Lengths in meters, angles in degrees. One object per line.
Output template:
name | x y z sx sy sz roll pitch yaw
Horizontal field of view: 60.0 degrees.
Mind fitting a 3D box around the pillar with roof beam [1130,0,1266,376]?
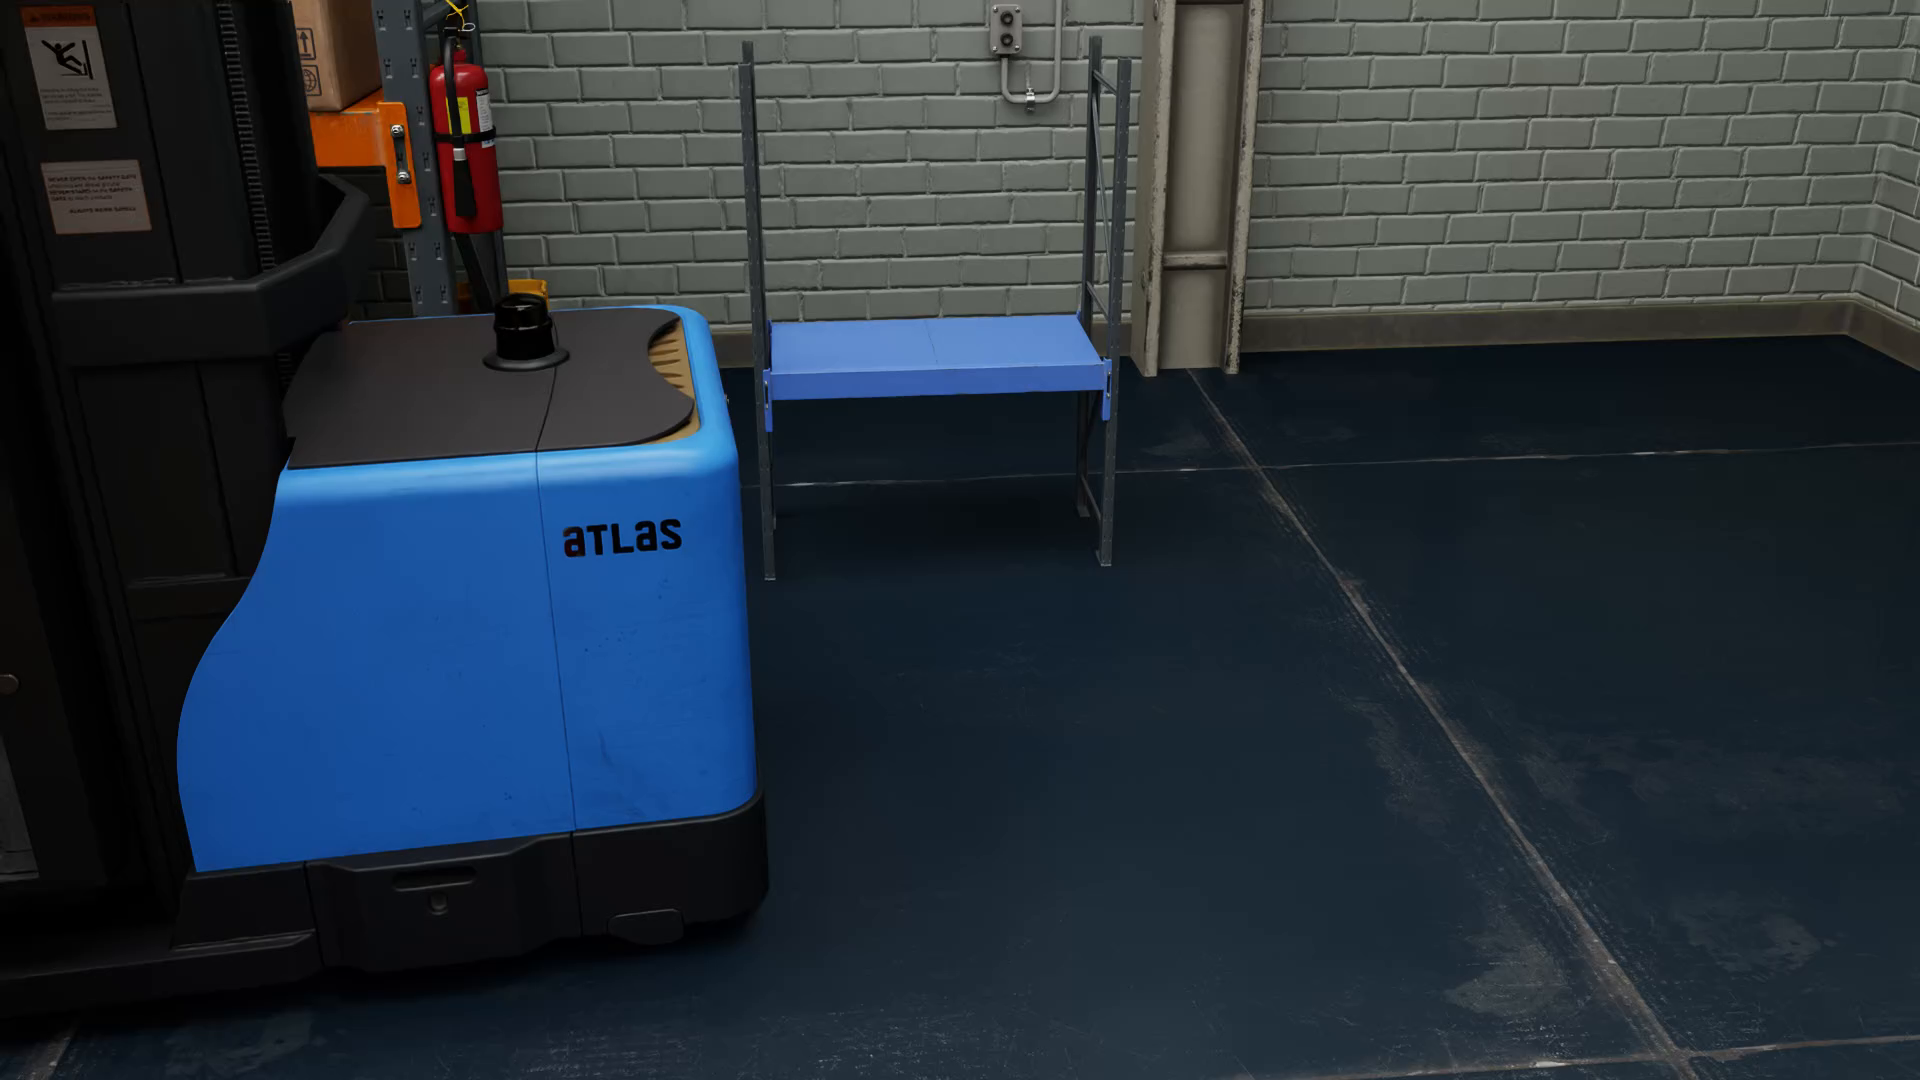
pillar with roof beam | 1.350 -3.105 1.158 0.400 9.000 9.100 -2 24 -5

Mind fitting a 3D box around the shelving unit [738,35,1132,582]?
shelving unit | -0.085 -0.682 4.938 1.048 1.500 0.538 -2 24 -5

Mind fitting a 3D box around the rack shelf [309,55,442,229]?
rack shelf | -3.666 -1.238 5.228 4.000 0.370 1.077 -2 24 -5

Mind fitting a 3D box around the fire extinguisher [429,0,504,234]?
fire extinguisher | -1.480 -1.260 4.947 0.183 0.674 0.296 -2 24 -5

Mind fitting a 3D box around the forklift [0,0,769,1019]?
forklift | -1.966 -0.603 2.998 3.031 2.935 1.130 -5 24 -11

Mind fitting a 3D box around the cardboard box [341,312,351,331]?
cardboard box | -2.362 -0.628 5.530 0.500 0.500 0.700 -2 24 -5

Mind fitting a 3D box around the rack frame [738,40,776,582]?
rack frame | -0.591 -0.662 4.892 0.032 1.500 0.500 -2 24 -5

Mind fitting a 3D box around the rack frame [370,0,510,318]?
rack frame | -1.675 -1.647 5.262 0.127 3.000 1.000 -2 24 -5

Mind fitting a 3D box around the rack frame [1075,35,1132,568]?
rack frame | 0.421 -0.702 4.983 0.032 1.500 0.500 -2 24 -5

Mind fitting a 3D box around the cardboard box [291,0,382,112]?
cardboard box | -2.182 -1.759 5.146 0.700 0.700 0.980 -1 24 -3

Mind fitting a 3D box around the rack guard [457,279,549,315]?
rack guard | -1.652 -0.505 5.772 0.348 0.500 1.175 -2 24 -5

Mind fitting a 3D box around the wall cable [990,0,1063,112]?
wall cable | -0.494 -2.544 6.031 1.851 1.984 0.084 -2 24 -5

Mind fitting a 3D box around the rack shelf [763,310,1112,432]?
rack shelf | -0.085 -0.518 5.011 1.000 0.185 0.538 -2 24 -5
